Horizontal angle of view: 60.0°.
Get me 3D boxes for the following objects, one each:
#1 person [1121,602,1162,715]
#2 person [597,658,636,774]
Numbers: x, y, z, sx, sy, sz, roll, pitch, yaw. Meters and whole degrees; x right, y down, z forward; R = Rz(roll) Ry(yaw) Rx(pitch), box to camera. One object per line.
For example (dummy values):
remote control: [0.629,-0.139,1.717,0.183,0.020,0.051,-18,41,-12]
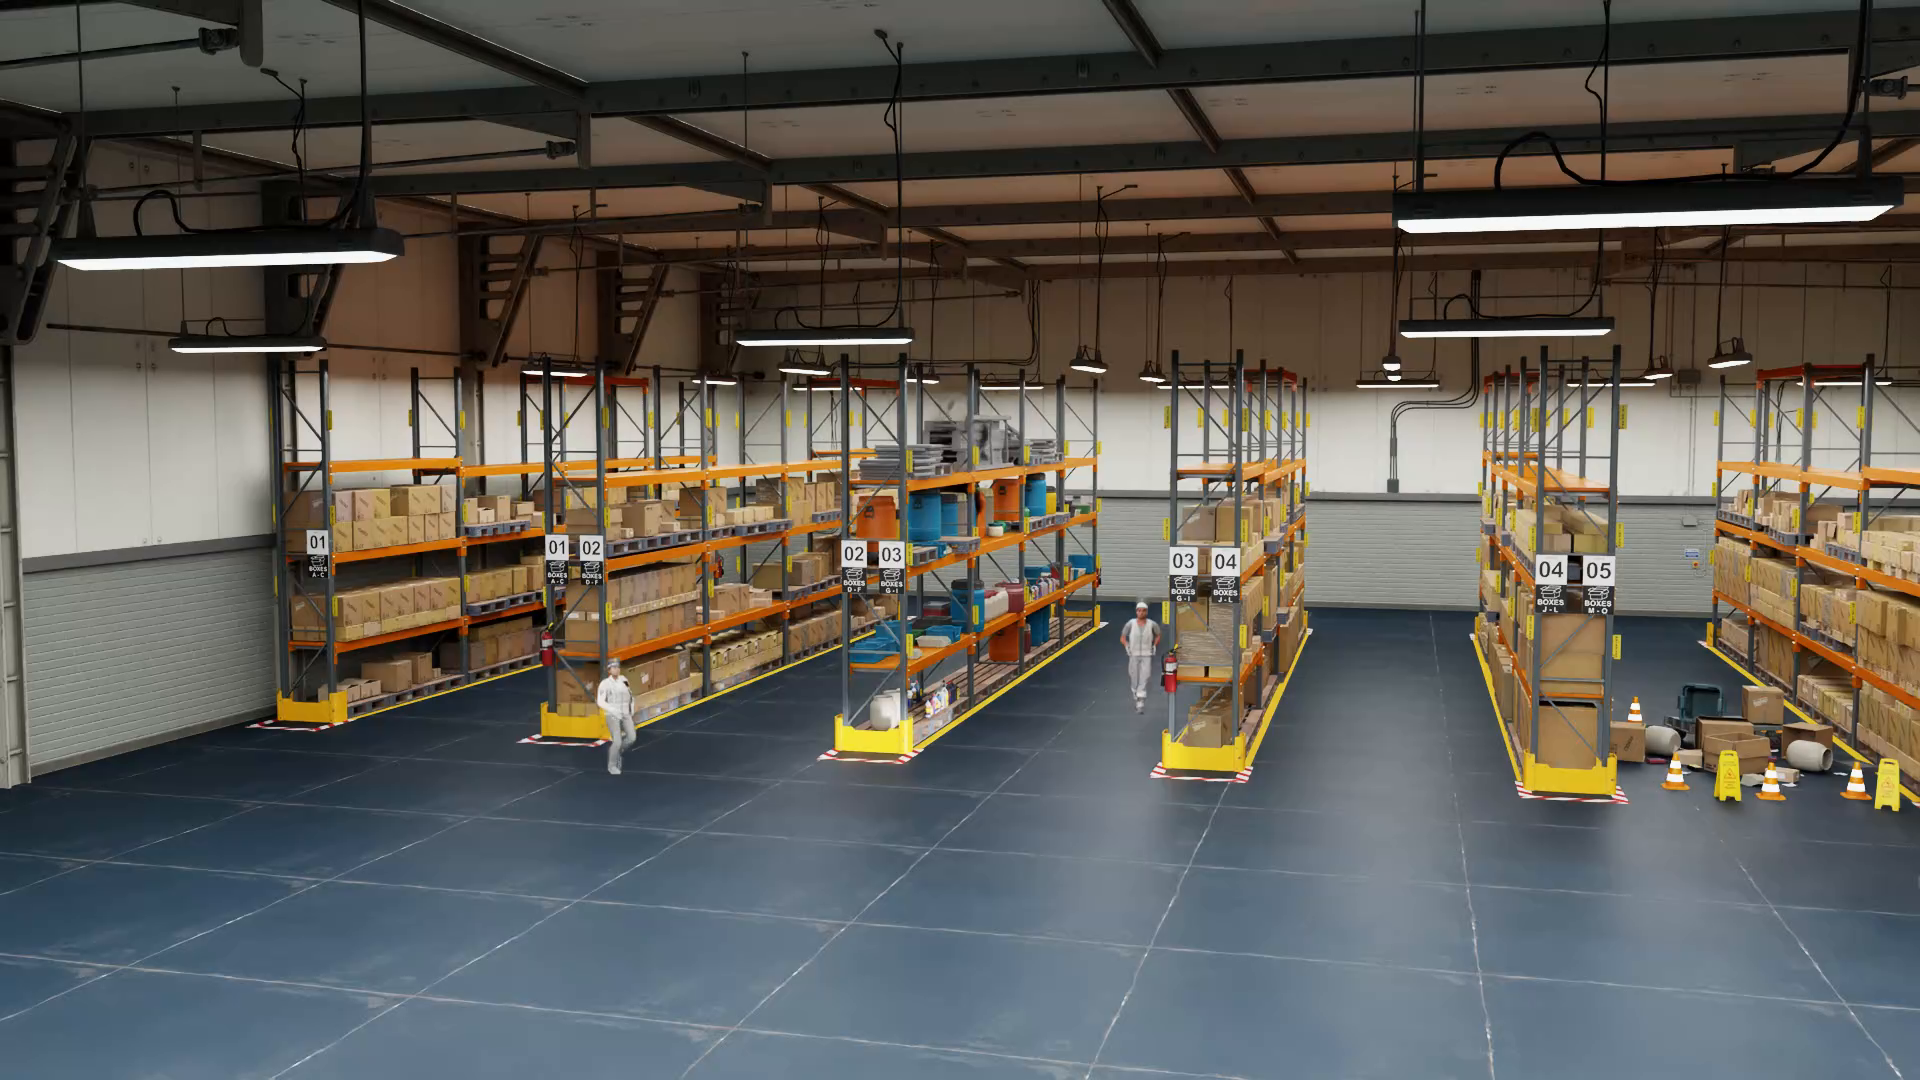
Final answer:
person: [2.918,1.892,26.784,0.667,1.780,0.746,0,4,6]
person: [-4.825,2.485,23.537,0.628,1.660,0.504,-4,6,-43]
